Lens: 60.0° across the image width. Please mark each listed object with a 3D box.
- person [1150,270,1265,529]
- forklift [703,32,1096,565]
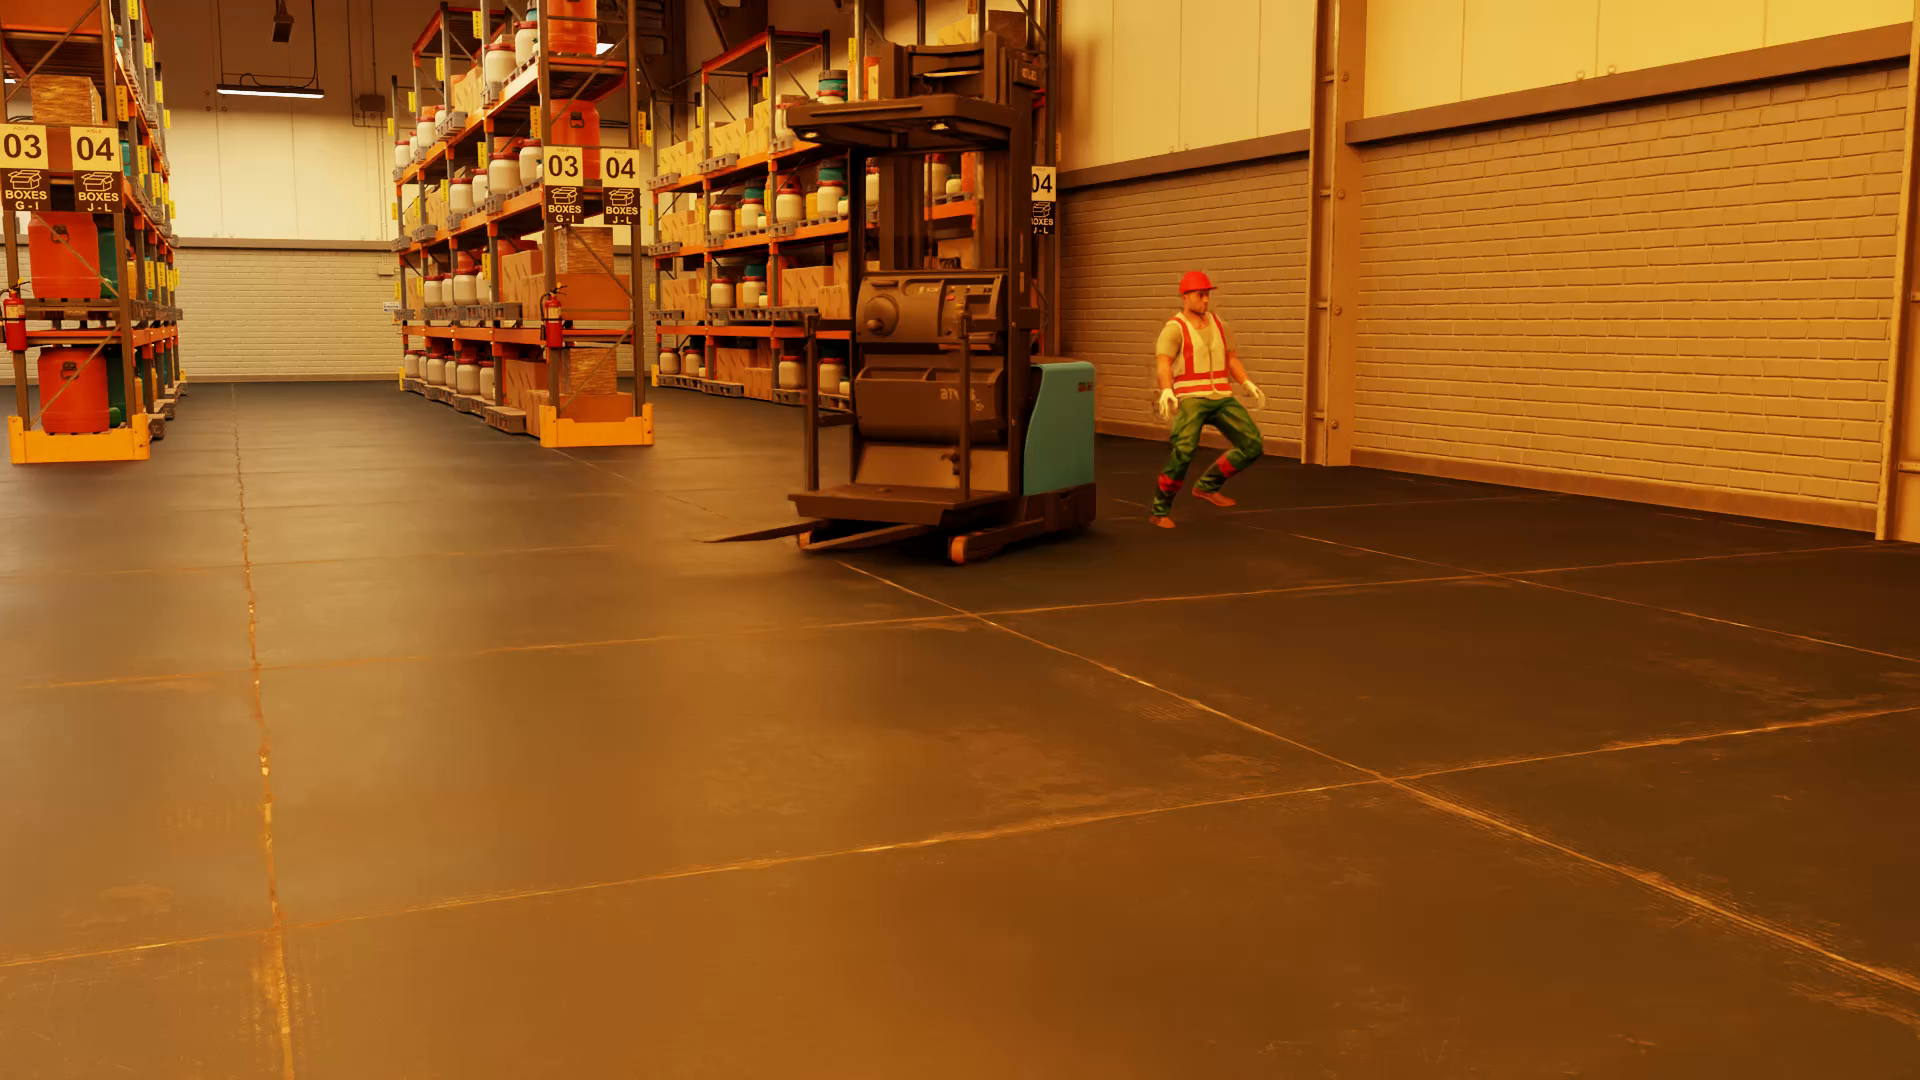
[{"bbox_3d":[1.579,-0.904,10.864,0.858,1.699,0.554,-3,8,-23],"label":"person"},{"bbox_3d":[-0.282,-1.381,9.414,1.130,2.935,3.031,4,9,28],"label":"forklift"}]
